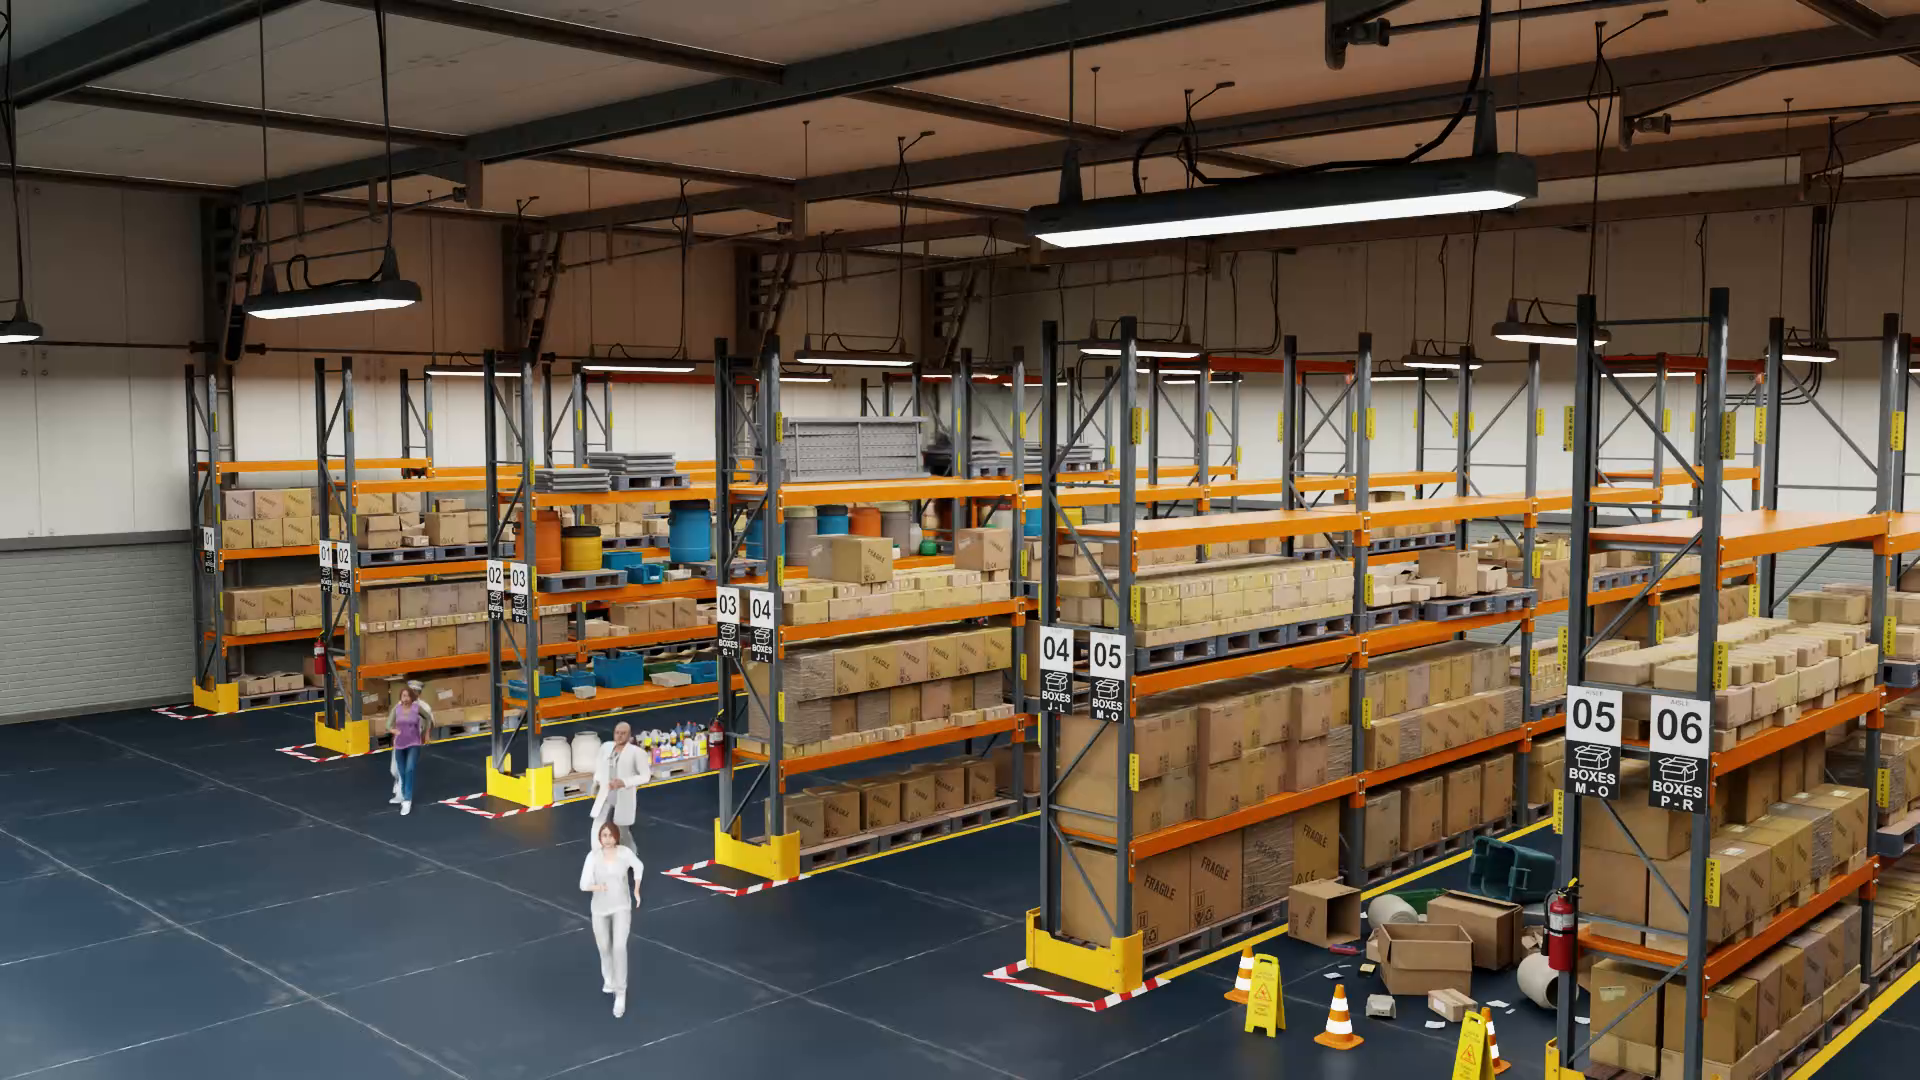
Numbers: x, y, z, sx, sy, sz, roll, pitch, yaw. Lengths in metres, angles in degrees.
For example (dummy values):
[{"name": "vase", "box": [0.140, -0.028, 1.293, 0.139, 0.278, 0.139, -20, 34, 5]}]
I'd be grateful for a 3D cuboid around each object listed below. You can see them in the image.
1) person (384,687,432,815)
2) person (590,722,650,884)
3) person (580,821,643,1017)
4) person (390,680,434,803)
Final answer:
[{"name": "person", "box": [-7.162, 2.698, 21.554, 0.524, 1.612, 0.750, 0, 4, -4]}, {"name": "person", "box": [-3.737, 2.903, 18.375, 0.729, 1.829, 0.931, 1, 4, 13]}, {"name": "person", "box": [-3.029, 3.304, 14.472, 0.510, 1.548, 0.724, 0, 4, -5]}, {"name": "person", "box": [-7.294, 2.656, 22.083, 0.649, 1.634, 0.543, 0, 4, 4]}]
